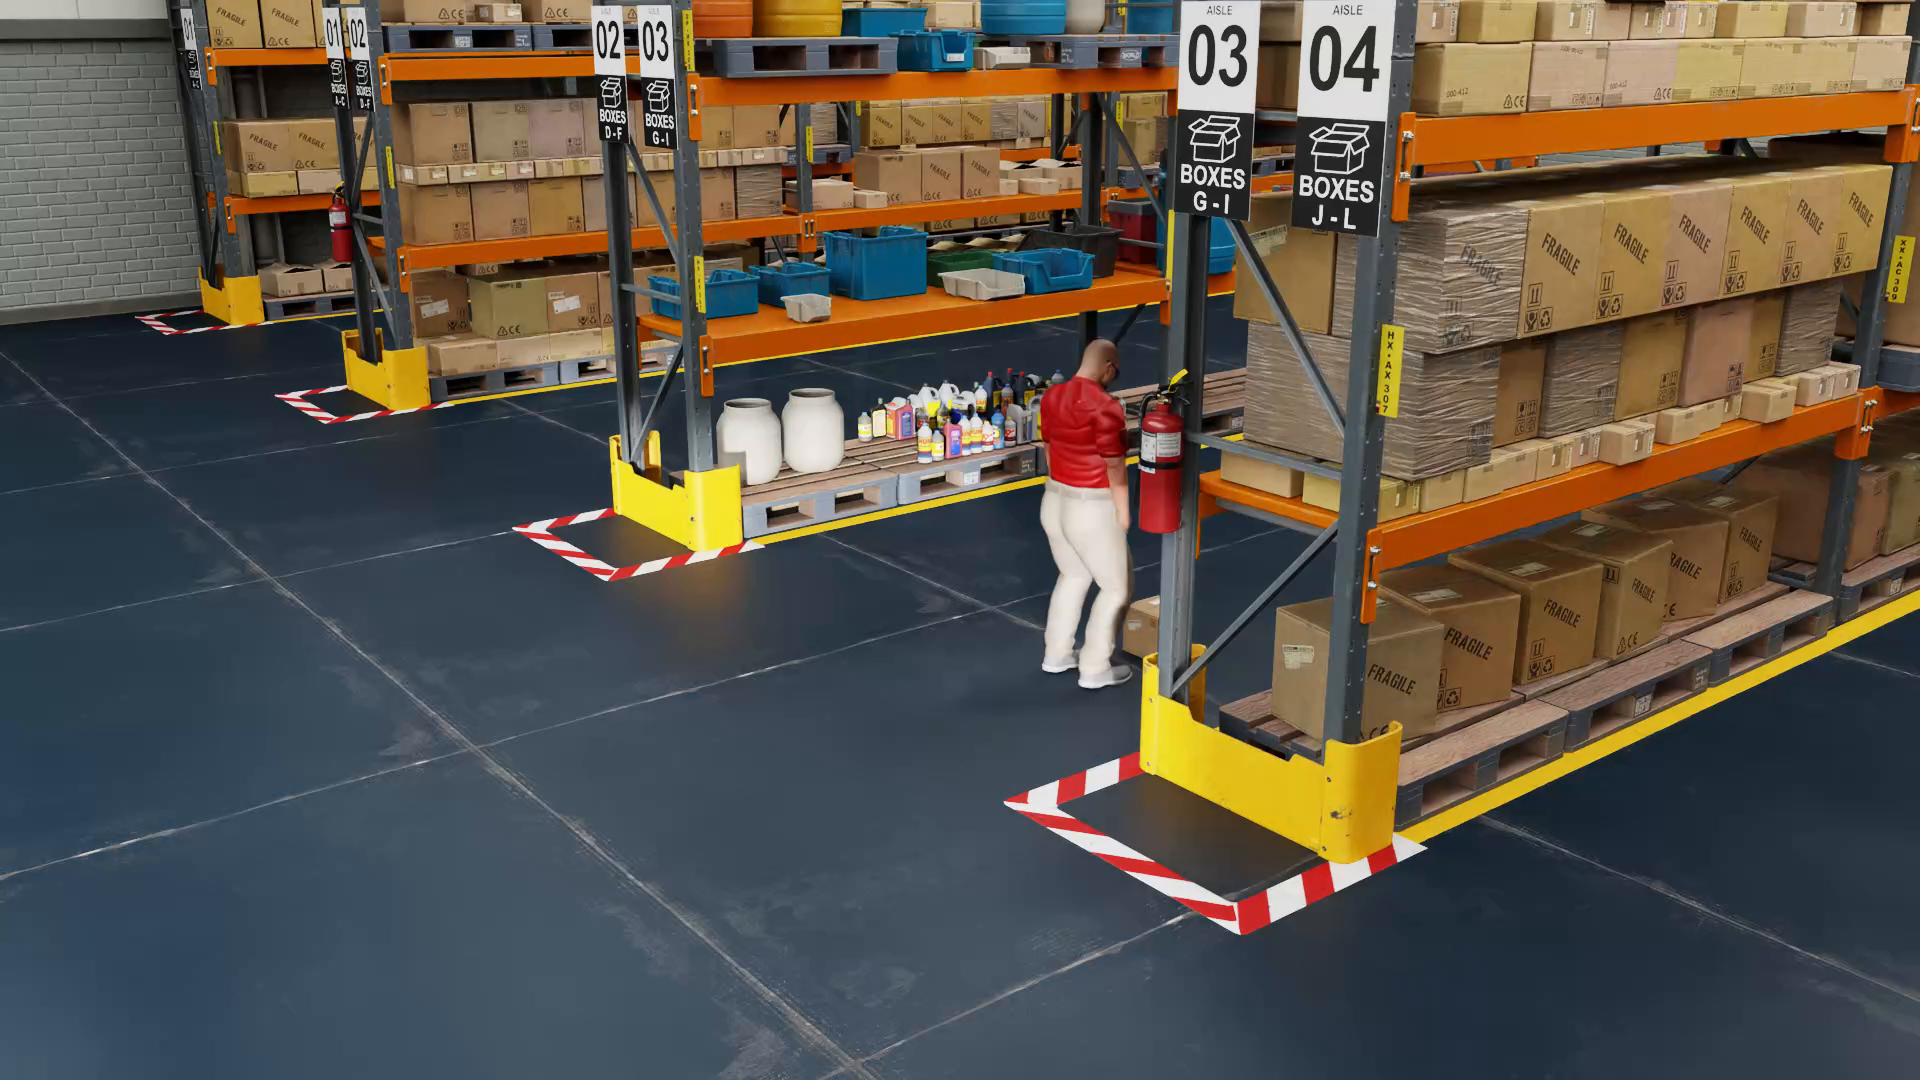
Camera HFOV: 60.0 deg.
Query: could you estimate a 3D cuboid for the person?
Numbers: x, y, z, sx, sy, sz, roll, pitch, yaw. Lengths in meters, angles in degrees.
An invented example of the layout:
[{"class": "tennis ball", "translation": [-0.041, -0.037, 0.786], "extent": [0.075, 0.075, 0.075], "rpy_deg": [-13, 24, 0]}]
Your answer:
[{"class": "person", "translation": [0.610, -0.133, 8.091], "extent": [0.399, 1.688, 0.553], "rpy_deg": [-13, 22, -35]}]
